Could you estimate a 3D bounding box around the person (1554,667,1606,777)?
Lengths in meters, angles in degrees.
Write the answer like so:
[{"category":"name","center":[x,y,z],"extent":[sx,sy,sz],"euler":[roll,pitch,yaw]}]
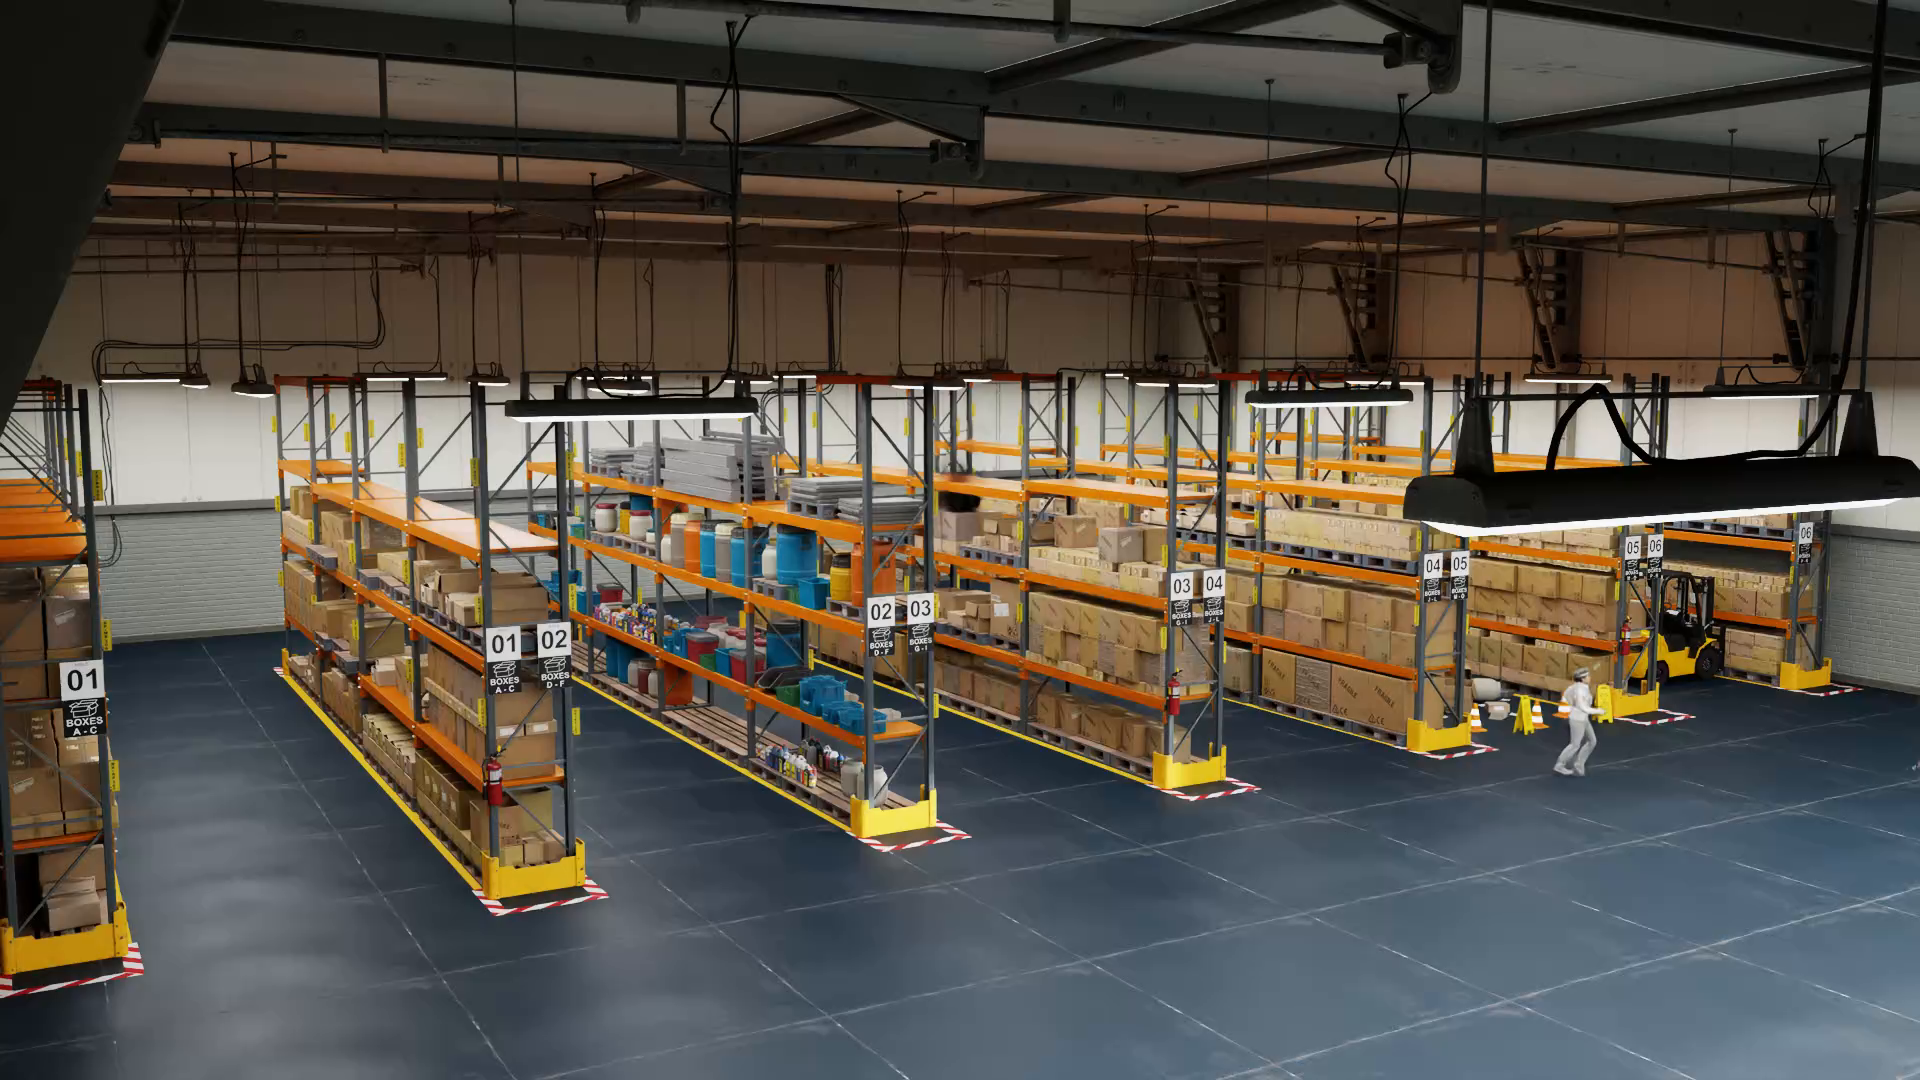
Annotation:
[{"category":"person","center":[9.378,2.766,25.145],"extent":[0.703,1.750,0.623],"euler":[2,7,20]}]
